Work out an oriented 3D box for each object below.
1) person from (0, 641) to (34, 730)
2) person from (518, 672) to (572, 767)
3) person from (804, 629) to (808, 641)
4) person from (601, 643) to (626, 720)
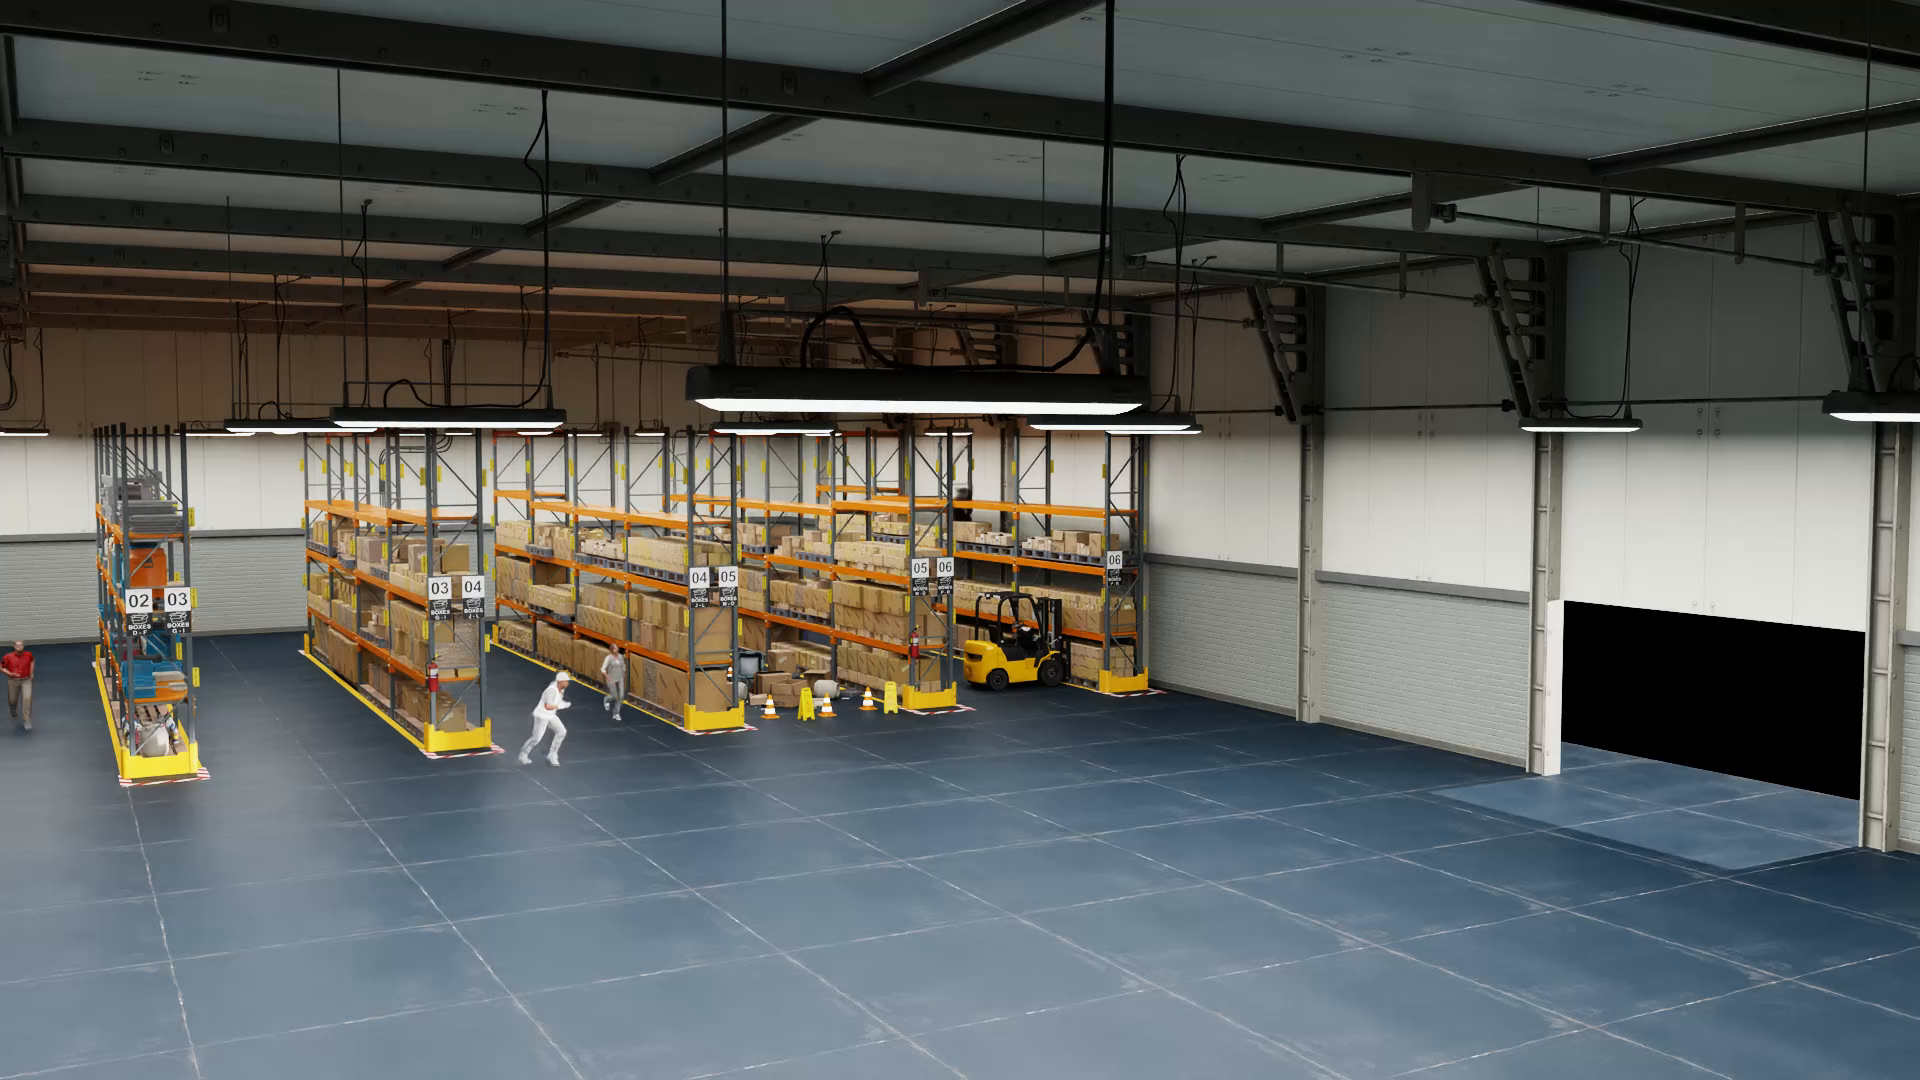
[{"bbox_3d":[-18.785,2.871,33.158,0.629,1.745,1.140,-2,4,-35],"label":"person"},{"bbox_3d":[-7.237,3.148,29.093,0.983,1.700,0.723,0,3,8],"label":"person"},{"bbox_3d":[-4.440,2.140,45.776,0.596,1.665,0.849,-2,4,-32],"label":"person"},{"bbox_3d":[-7.092,2.891,34.106,0.536,1.563,0.577,-3,4,-36],"label":"person"}]
